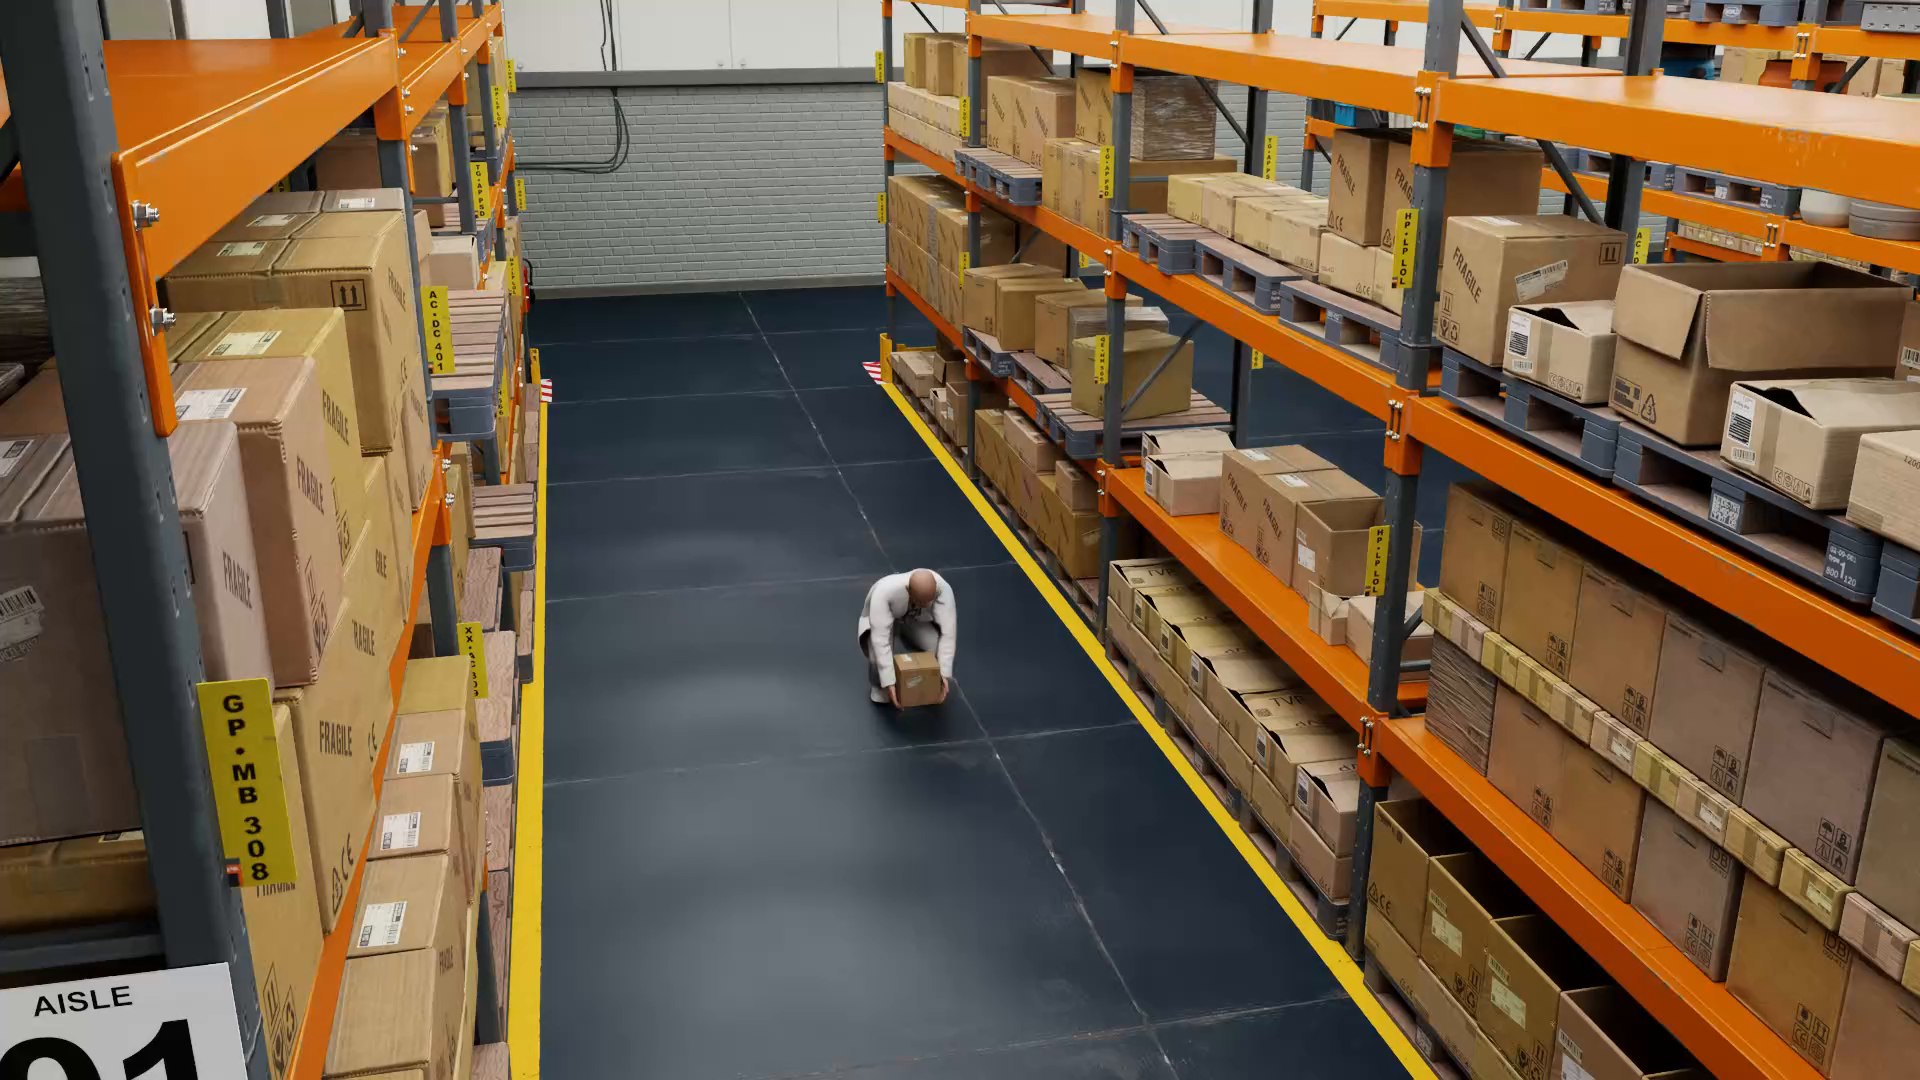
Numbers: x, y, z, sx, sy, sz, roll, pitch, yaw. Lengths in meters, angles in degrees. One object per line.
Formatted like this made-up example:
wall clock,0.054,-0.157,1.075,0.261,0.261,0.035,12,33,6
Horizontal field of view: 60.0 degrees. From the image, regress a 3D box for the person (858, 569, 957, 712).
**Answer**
person,-0.341,0.586,10.623,0.613,0.985,0.916,-4,20,-13
